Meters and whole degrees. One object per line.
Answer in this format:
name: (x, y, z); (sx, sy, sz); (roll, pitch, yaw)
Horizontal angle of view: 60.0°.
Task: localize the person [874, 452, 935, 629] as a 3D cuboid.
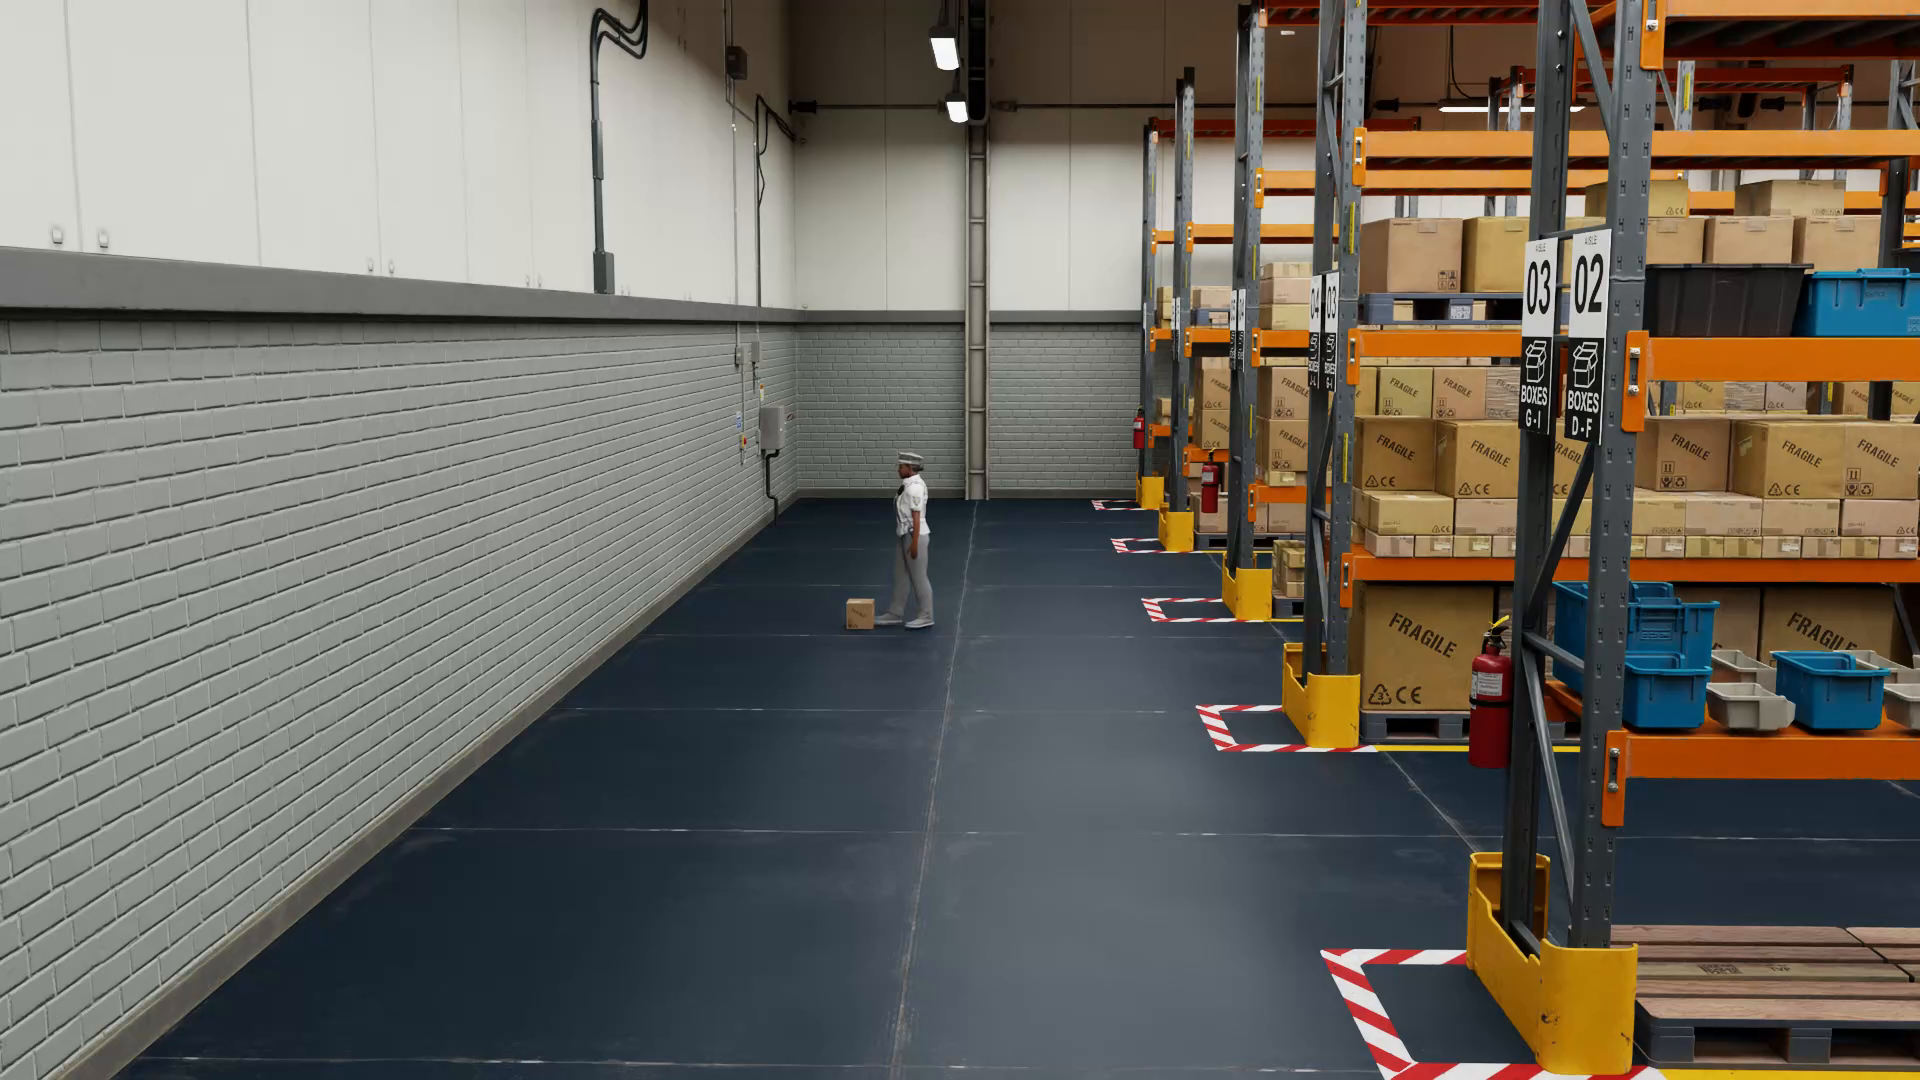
person: (-0.537, -0.003, 15.711); (0.571, 1.661, 0.478); (-1, 7, -9)
